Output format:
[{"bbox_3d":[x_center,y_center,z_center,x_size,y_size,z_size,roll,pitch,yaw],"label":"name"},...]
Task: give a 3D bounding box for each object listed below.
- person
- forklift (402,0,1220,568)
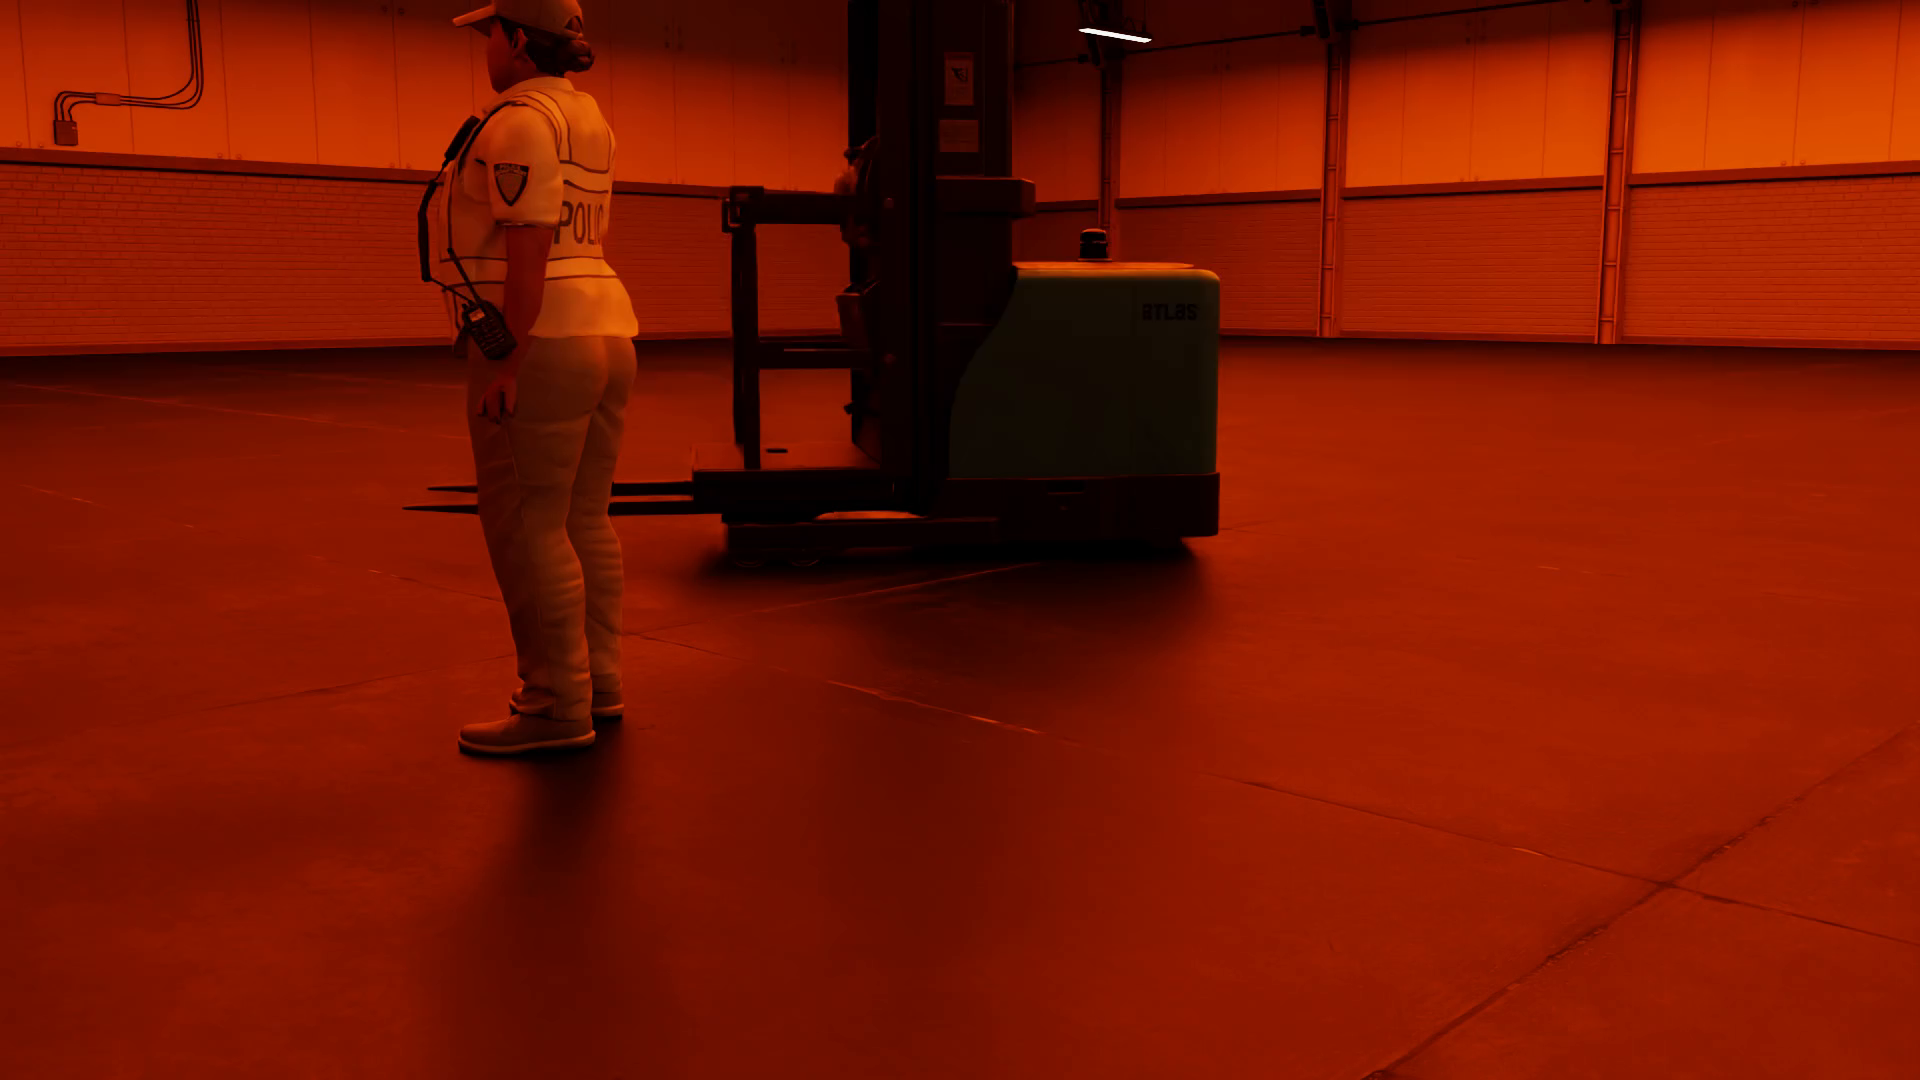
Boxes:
[{"bbox_3d":[-0.922,-0.380,3.673,0.395,1.668,0.487,1,9,8],"label":"person"},{"bbox_3d":[-0.573,-1.431,6.376,3.031,2.935,1.130,-1,9,-9],"label":"forklift"}]
